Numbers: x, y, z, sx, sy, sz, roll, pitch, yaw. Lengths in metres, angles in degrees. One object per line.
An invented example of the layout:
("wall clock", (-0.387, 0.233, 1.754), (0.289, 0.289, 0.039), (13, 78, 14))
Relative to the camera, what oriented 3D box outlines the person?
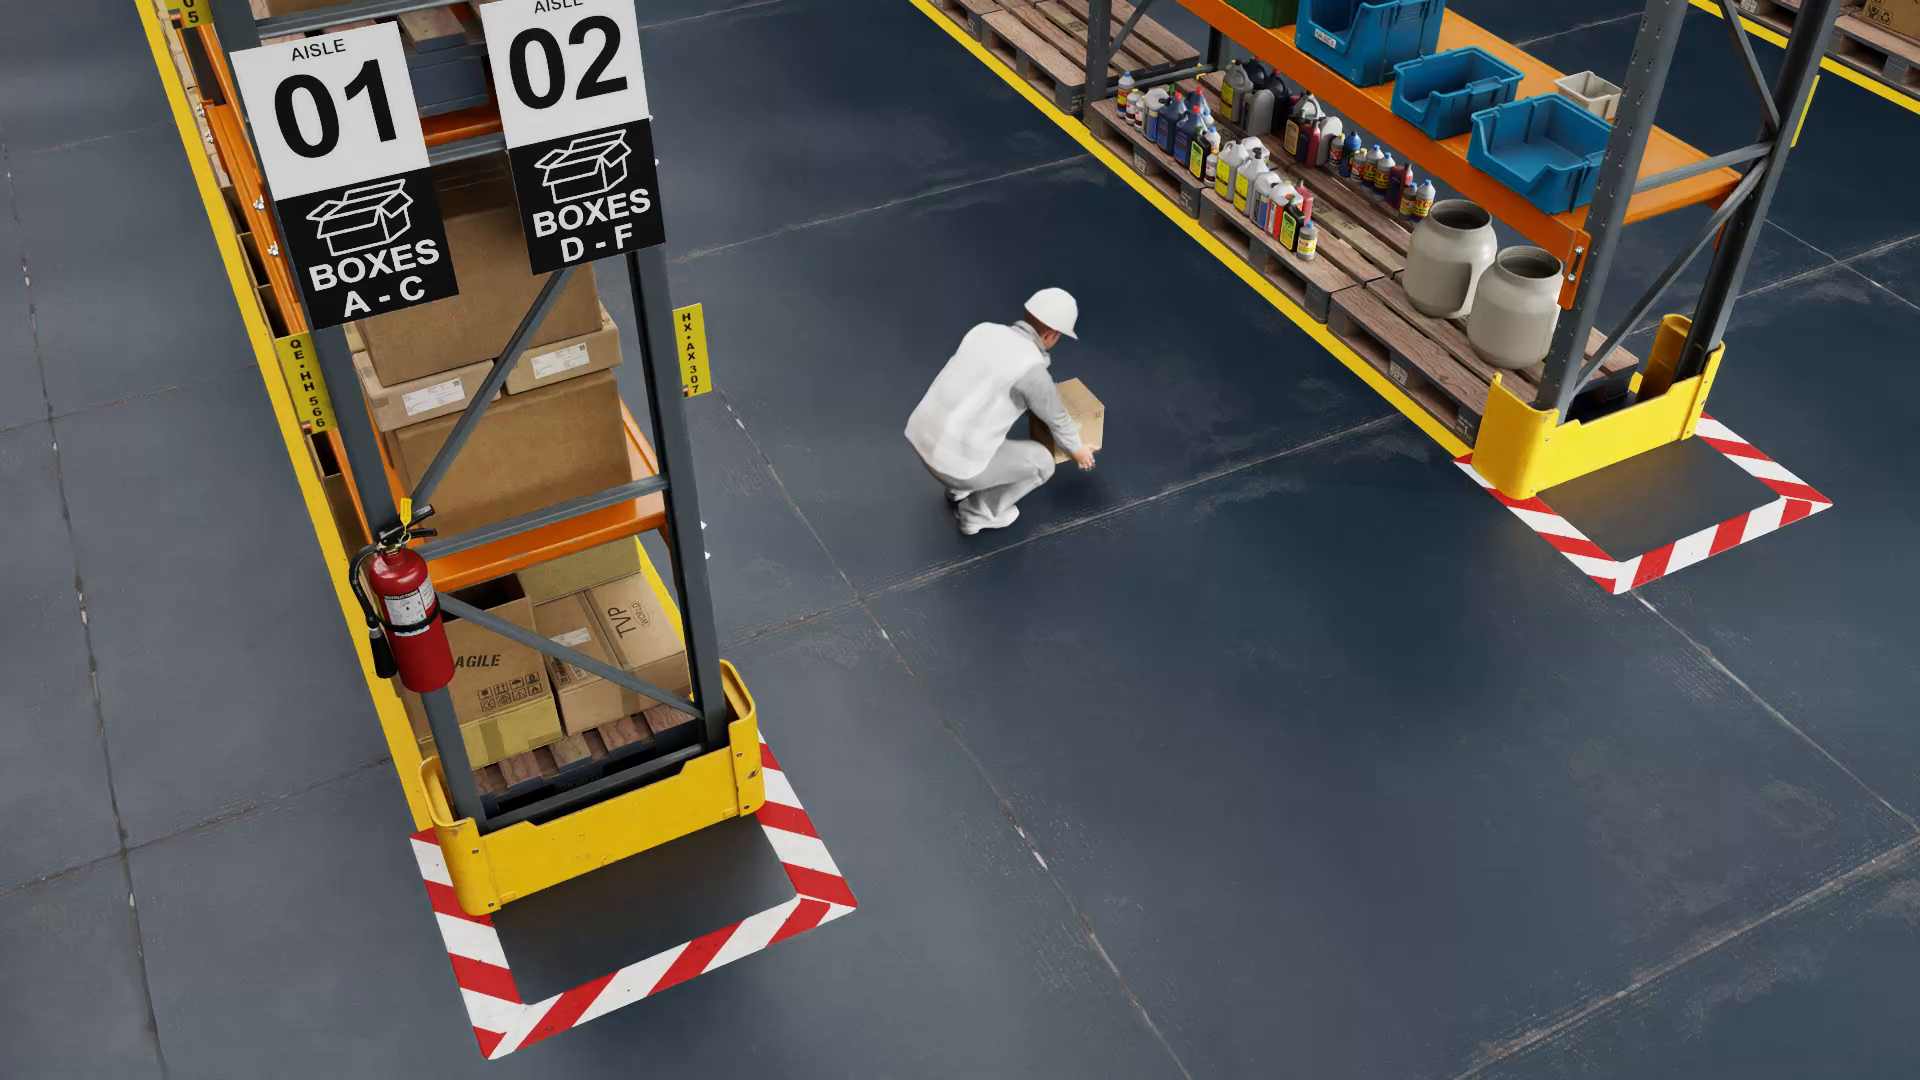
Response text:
("person", (0.184, -0.583, 7.399), (0.872, 1.014, 0.524), (-19, 45, -21))
